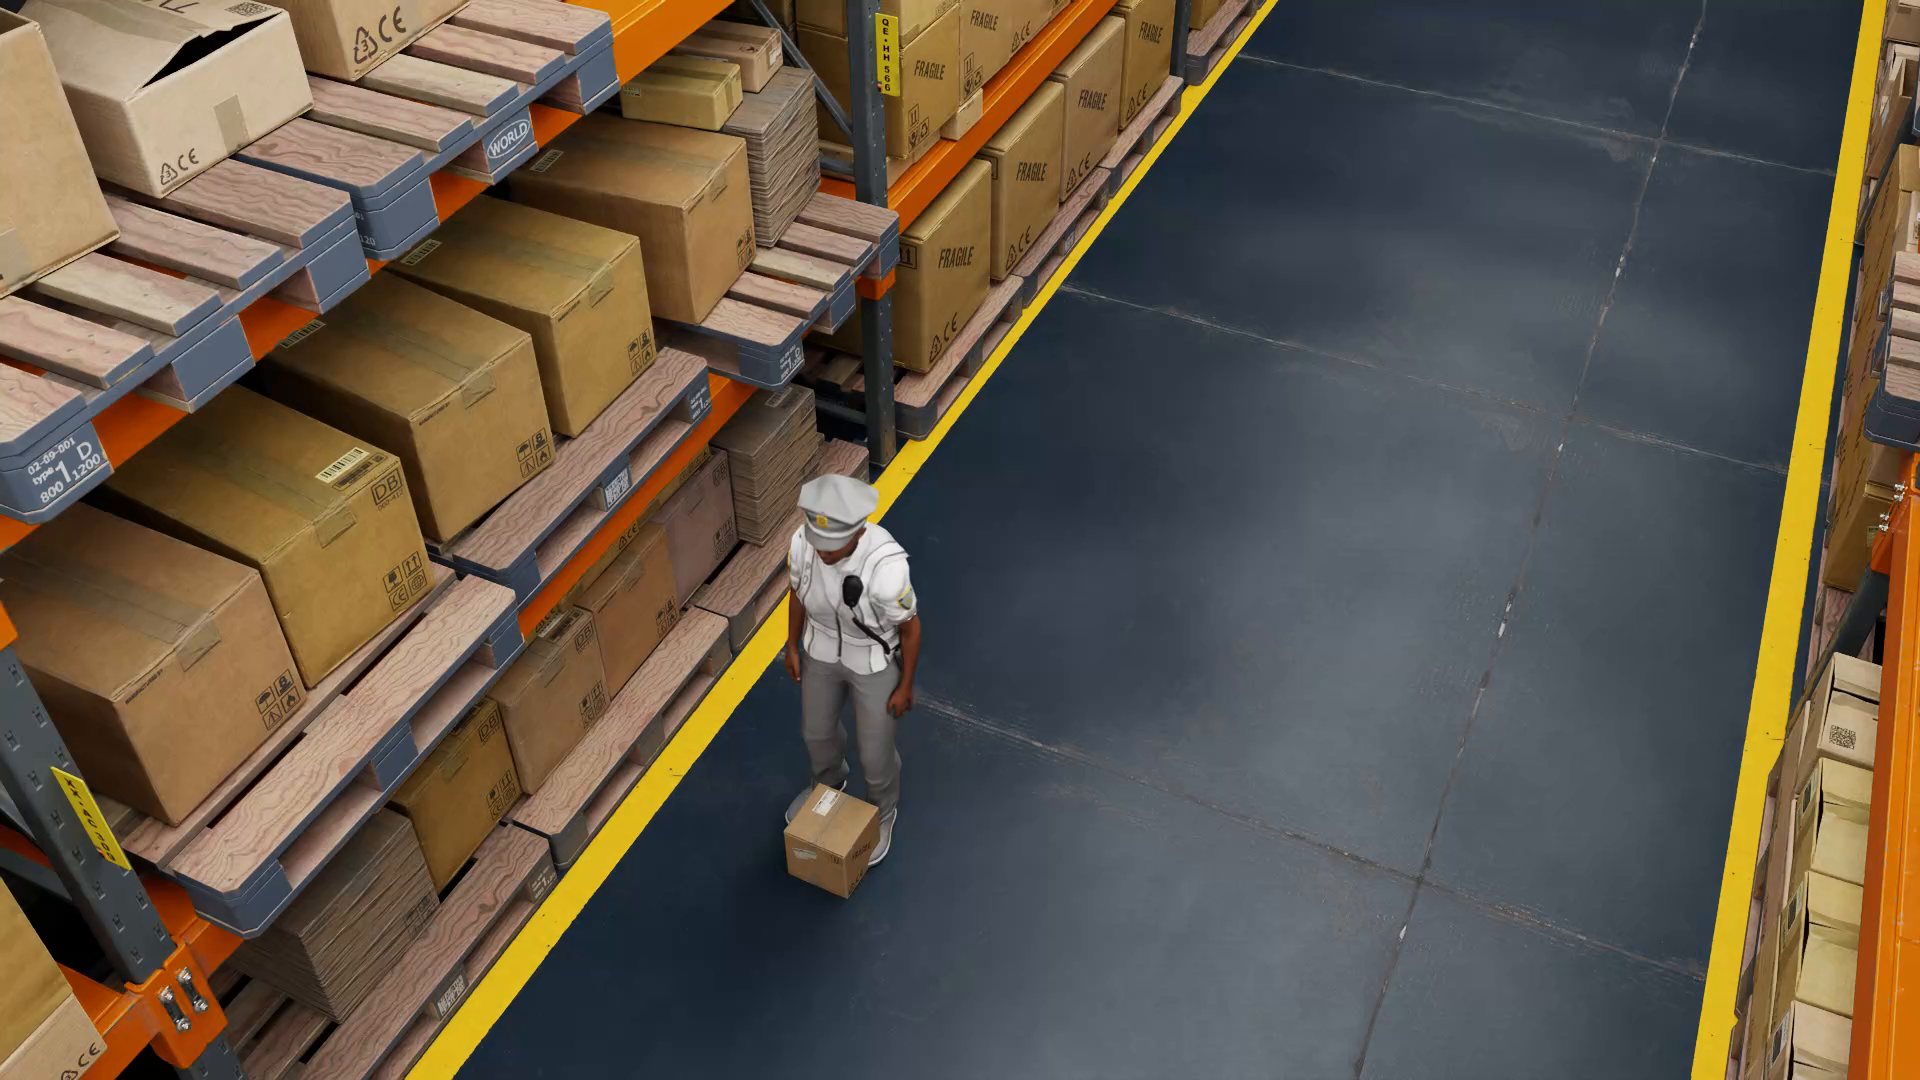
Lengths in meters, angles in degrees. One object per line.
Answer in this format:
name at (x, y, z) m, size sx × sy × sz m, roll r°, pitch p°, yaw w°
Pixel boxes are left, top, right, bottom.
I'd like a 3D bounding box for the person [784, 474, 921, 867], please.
person at (-0.378, 0.426, 5.691) m, size 0.506 × 1.660 × 0.415 m, roll 18°, pitch 45°, yaw 19°
